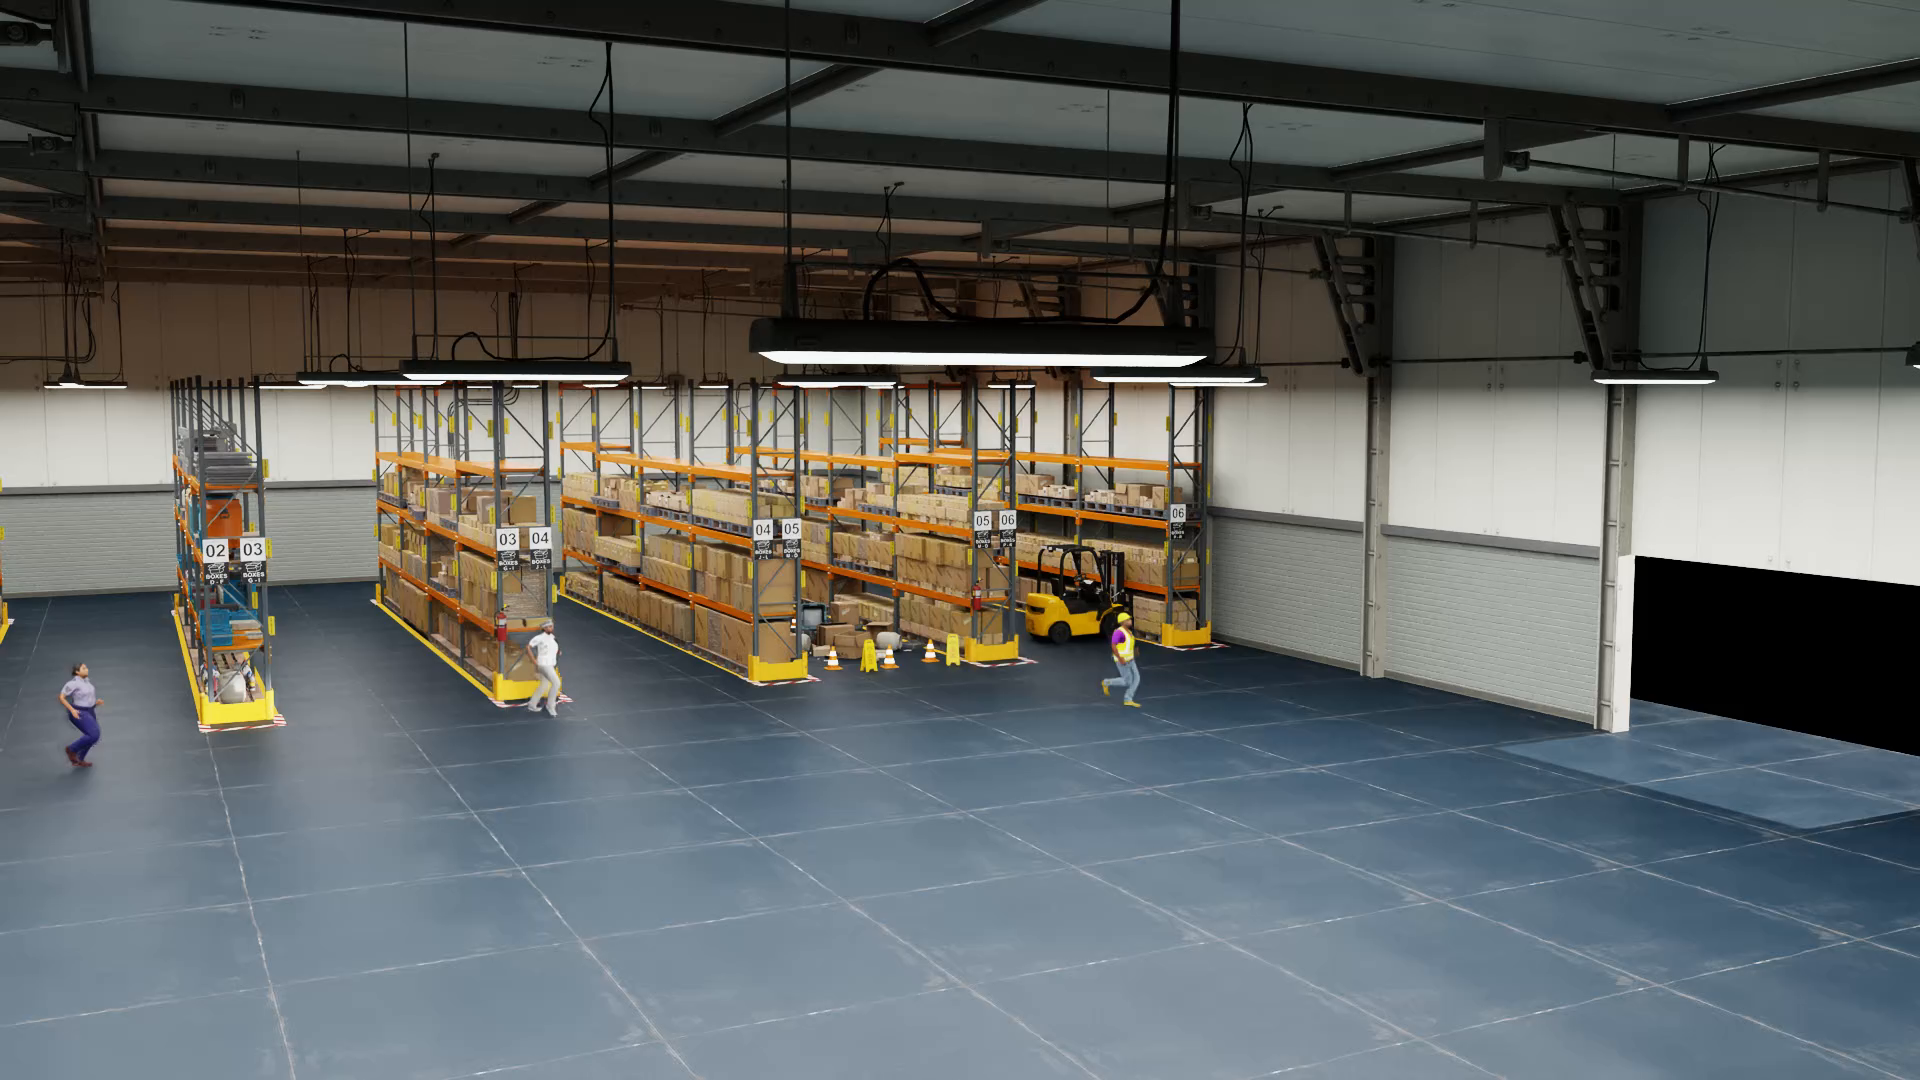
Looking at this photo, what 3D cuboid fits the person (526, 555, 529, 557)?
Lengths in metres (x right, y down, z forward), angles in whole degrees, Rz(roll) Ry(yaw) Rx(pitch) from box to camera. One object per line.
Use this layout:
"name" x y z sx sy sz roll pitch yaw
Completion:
"person" -12.203 0.692 47.677 0.617 1.625 0.533 2 6 25

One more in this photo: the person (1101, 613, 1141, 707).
"person" 2.960 2.181 30.375 0.702 1.713 0.701 3 6 27

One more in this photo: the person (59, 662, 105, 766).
"person" -13.350 2.667 25.396 0.536 1.606 0.603 0 5 -4

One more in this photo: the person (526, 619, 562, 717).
"person" -7.377 2.256 29.596 0.682 1.723 0.576 1 5 10
